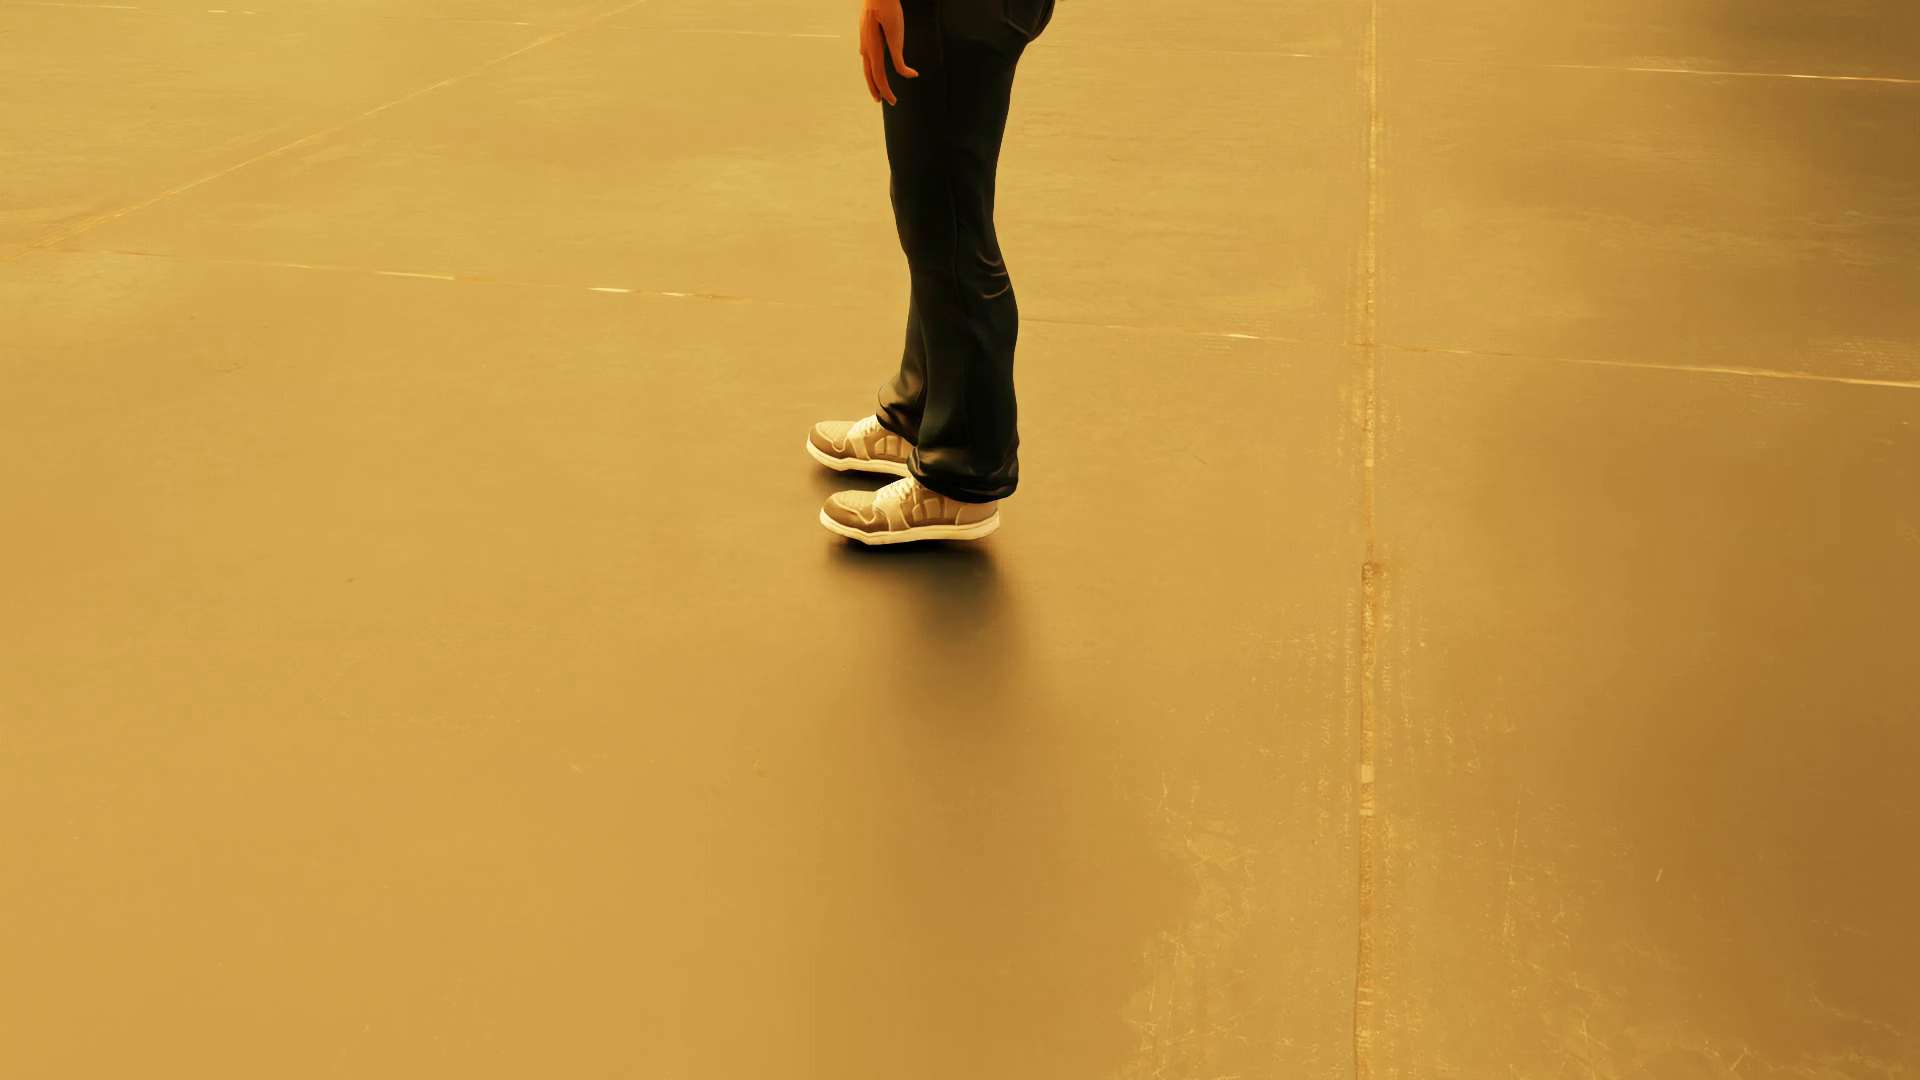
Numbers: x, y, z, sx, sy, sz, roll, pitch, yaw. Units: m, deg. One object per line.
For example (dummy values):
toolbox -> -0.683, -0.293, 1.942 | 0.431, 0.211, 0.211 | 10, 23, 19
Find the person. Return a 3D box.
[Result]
person -> -0.069, -0.733, 2.164 | 0.476, 1.597, 0.520 | 6, 27, 11
